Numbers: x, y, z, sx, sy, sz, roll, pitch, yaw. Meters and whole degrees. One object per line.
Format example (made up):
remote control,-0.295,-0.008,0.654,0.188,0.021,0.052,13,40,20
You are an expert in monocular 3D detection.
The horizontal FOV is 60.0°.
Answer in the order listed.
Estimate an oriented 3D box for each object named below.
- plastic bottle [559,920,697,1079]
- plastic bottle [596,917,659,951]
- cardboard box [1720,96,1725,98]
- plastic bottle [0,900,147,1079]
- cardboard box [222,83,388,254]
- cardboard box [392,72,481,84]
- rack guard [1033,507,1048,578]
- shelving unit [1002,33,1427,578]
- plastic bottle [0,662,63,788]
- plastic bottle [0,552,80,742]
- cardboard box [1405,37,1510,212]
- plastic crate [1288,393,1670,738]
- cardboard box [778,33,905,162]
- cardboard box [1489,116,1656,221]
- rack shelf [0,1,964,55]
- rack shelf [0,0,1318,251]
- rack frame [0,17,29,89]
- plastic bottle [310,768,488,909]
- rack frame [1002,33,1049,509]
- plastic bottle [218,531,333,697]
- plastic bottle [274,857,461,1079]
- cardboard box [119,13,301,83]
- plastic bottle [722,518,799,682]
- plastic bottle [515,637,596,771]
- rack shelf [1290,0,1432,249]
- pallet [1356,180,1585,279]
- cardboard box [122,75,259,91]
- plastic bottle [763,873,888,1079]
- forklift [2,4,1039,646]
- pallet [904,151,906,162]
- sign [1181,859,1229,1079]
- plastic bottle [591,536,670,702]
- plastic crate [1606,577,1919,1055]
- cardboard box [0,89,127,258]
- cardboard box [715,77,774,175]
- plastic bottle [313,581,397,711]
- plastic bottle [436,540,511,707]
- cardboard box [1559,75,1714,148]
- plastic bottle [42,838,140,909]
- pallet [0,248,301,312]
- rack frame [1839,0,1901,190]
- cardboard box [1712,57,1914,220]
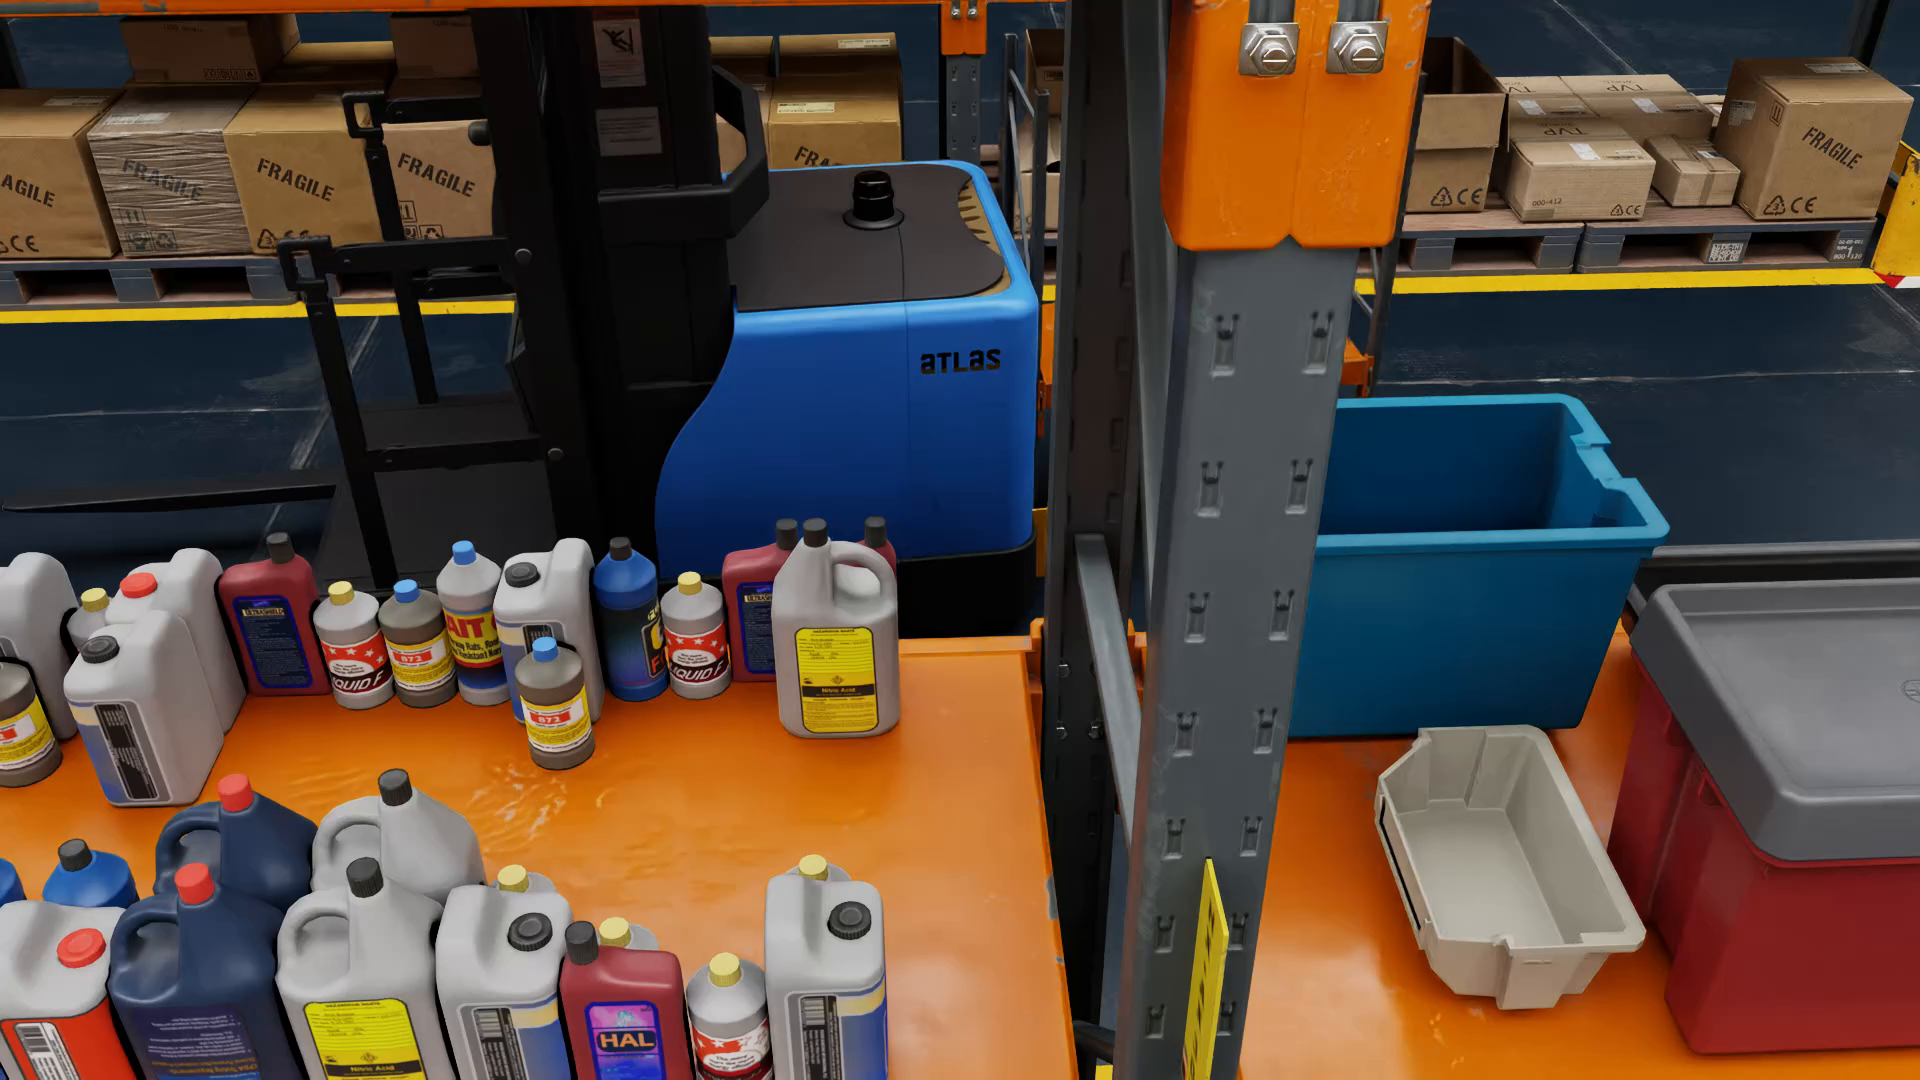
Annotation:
plastic bottle,-0.385,0.549,1.923,0.133,0.283,0.061,-2,35,-2
plastic bottle,-0.407,0.538,2.011,0.097,0.201,0.097,0,35,0
cardboard box,3.553,-1.842,7.394,0.250,0.149,0.380,-2,35,-2
plastic bottle,-1.025,0.543,1.938,0.135,0.276,0.152,-2,35,-2
cardboard box,-2.512,-1.464,6.540,0.500,0.500,0.500,-2,35,-3
cardboard box,-2.040,-1.776,6.991,0.500,0.500,0.500,-3,35,-4
rack guard,0.197,-0.153,5.252,0.087,0.250,0.587,-5,35,-7
shelving unit,0.689,-0.709,4.957,1.083,1.500,0.587,-5,35,-7
plastic bottle,-1.390,0.254,2.422,0.097,0.201,0.097,0,35,0
plastic bottle,-1.415,0.153,2.502,0.135,0.276,0.152,-2,35,-2
cardboard box,1.868,-1.749,6.949,0.637,0.503,0.797,-2,35,-2
plastic crate,0.673,0.050,2.503,0.575,0.384,0.392,-2,35,-2
cardboard box,-0.503,-1.820,7.053,0.500,0.500,0.500,-3,35,-4
cardboard box,2.505,-1.536,6.863,0.500,0.250,0.500,-2,35,-2
rack shelf,-2.006,-2.191,6.413,4.000,0.370,1.077,-2,35,-2
rack shelf,-1.775,-0.609,1.491,4.000,0.370,1.077,-2,35,-2
rack frame,-4.004,-2.433,6.130,0.127,3.000,1.000,-2,35,-2
plastic bottle,-0.687,0.424,2.045,0.185,0.351,0.144,-2,35,-2
rack frame,0.177,-0.665,4.893,0.032,1.500,0.500,-5,35,-7
plastic bottle,-1.051,0.114,2.552,0.133,0.283,0.061,-2,35,-2
plastic bottle,-0.680,0.506,1.927,0.185,0.351,0.144,-2,35,-2
cardboard box,-3.025,-2.057,6.738,0.500,0.250,0.500,0,35,0
plastic bottle,-0.297,0.094,2.581,0.133,0.283,0.061,-2,35,-2
plastic bottle,-0.599,0.232,2.453,0.097,0.201,0.097,0,35,0
rack shelf,2.220,-0.717,1.646,4.000,0.370,1.077,-2,35,-2
pallet,1.899,-1.447,7.155,1.213,0.211,1.003,-2,35,-2
cardboard box,-3.081,-1.745,6.946,0.500,0.500,0.500,0,35,0
plastic bottle,-0.156,0.520,1.972,0.135,0.276,0.152,-2,35,-2
forklift,-1.342,-1.090,4.250,3.031,2.935,1.130,-5,35,-7
pallet,-0.819,-1.351,7.017,1.213,0.211,1.003,-2,35,-2
sign,0.247,0.474,1.687,0.005,0.325,0.100,-2,35,-2
plastic bottle,-0.509,0.115,2.562,0.097,0.271,0.097,0,35,0
plastic crate,1.126,0.342,2.011,0.583,0.464,0.402,-2,35,-2
cardboard box,-3.536,-1.436,6.499,0.500,0.500,0.500,0,35,0
cardboard box,-0.982,-1.509,6.605,0.500,0.500,0.500,-1,35,-2
plastic bottle,-0.935,0.155,2.565,0.097,0.201,0.097,0,35,0
plastic bottle,-0.741,0.121,2.553,0.097,0.271,0.097,0,35,0
cardboard box,2.931,-1.832,7.291,0.500,0.250,0.500,-2,35,-2
plastic bottle,-1.049,0.475,2.041,0.097,0.271,0.097,0,35,0
pallet,-3.256,-1.285,6.922,1.213,0.211,1.003,-2,35,-2
rack frame,3.987,-2.649,6.442,0.127,3.000,1.000,-2,35,-2
cardboard box,3.456,-1.647,6.804,0.500,0.500,0.500,-2,35,-2
